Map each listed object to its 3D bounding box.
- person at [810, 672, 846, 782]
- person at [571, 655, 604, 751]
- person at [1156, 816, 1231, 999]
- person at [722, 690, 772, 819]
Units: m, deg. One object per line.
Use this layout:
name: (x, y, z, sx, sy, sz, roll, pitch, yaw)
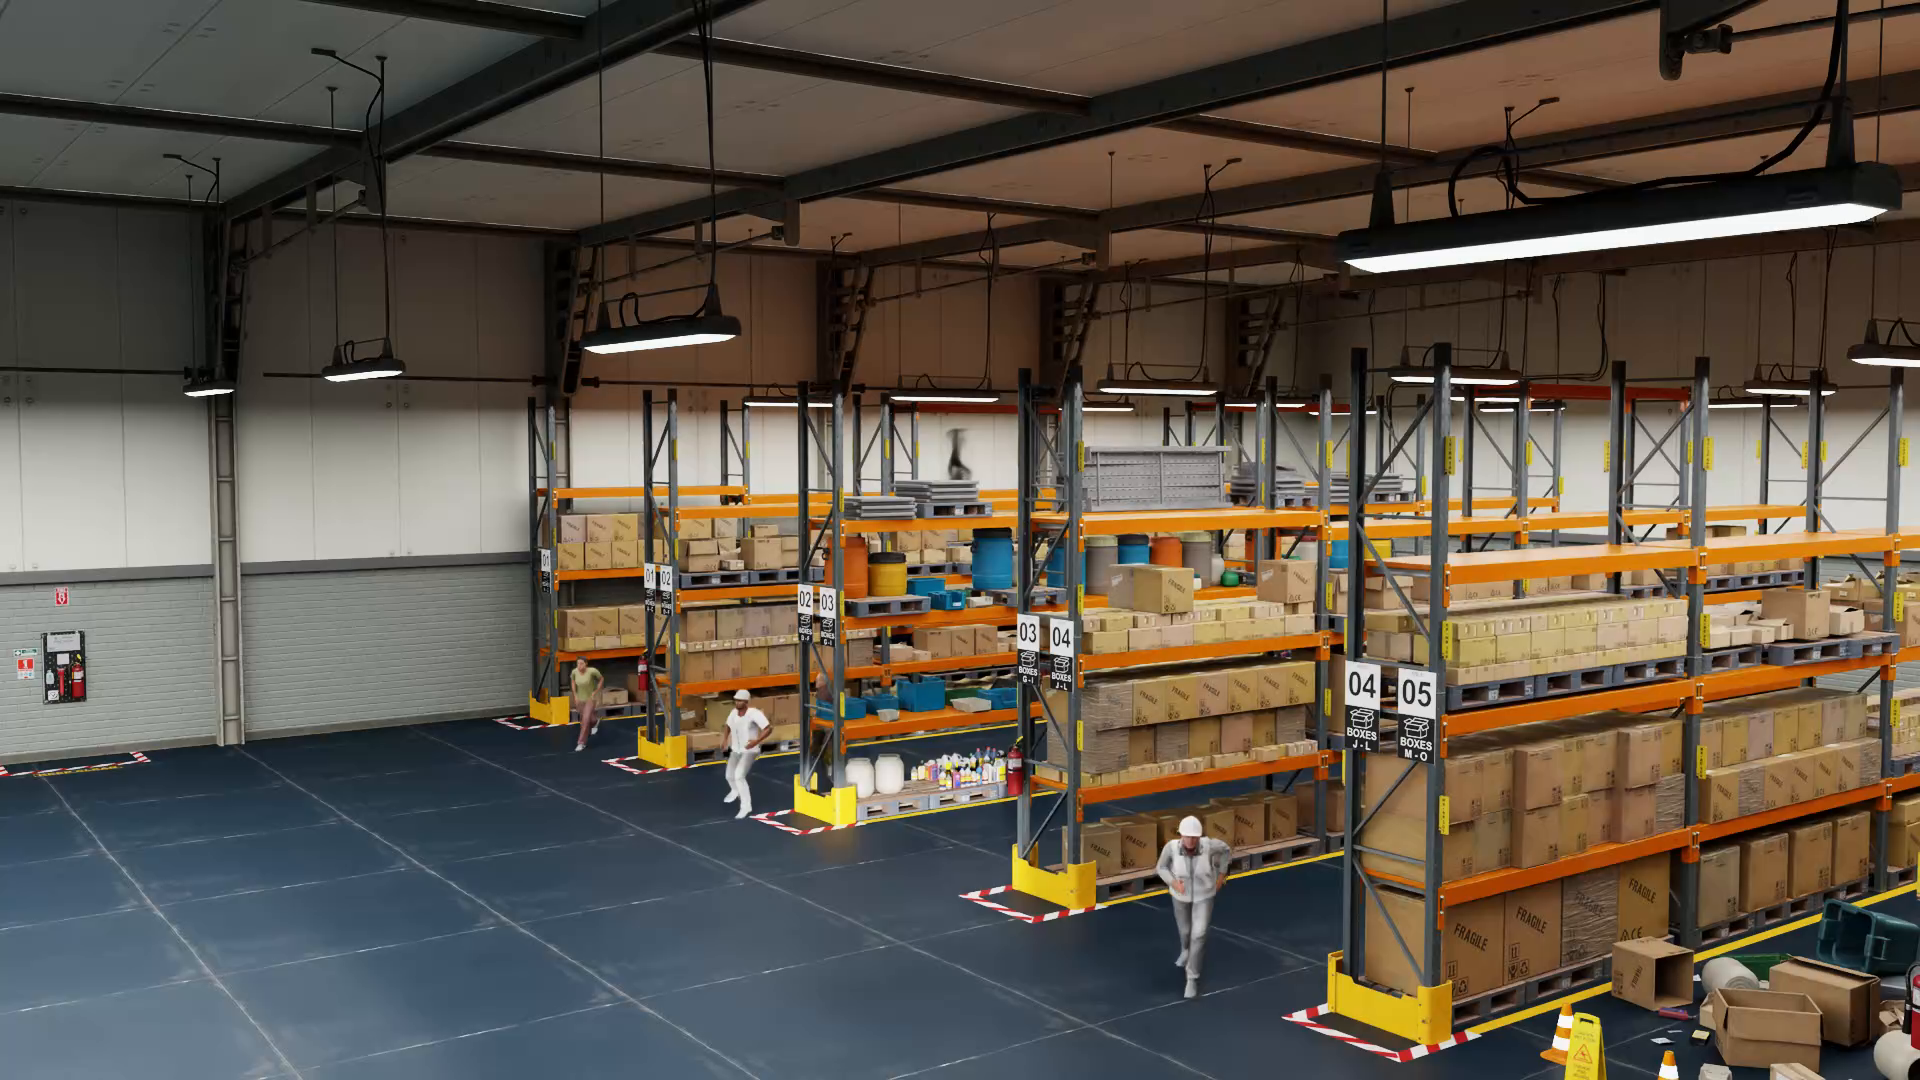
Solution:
person: (-1.986, 2.811, 24.940, 0.827, 1.684, 0.658, -3, 4, -41)
person: (-6.287, 2.722, 28.197, 0.583, 1.621, 0.878, 0, 3, 3)
person: (2.215, 3.413, 15.813, 0.701, 1.731, 1.042, 0, 3, 8)
person: (-3.037, 2.946, 23.176, 0.915, 1.761, 0.744, 2, 4, 32)
